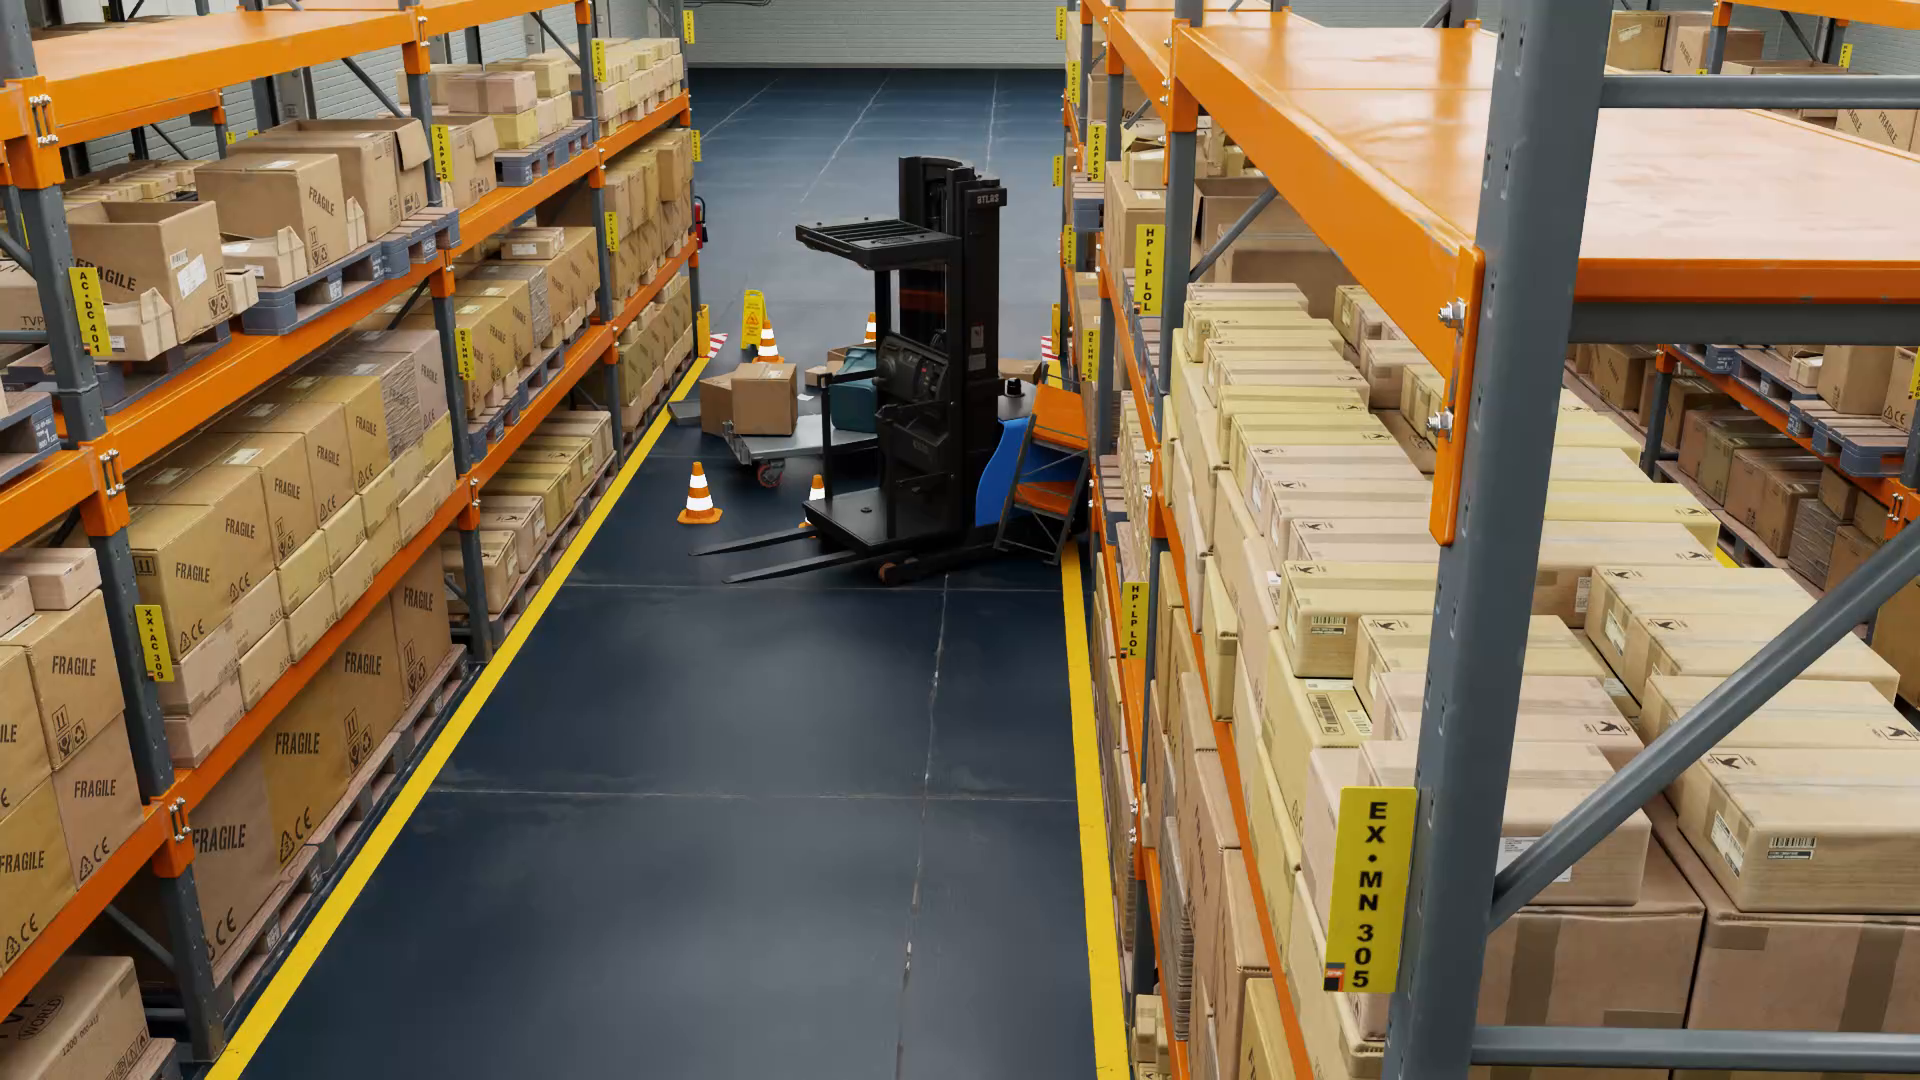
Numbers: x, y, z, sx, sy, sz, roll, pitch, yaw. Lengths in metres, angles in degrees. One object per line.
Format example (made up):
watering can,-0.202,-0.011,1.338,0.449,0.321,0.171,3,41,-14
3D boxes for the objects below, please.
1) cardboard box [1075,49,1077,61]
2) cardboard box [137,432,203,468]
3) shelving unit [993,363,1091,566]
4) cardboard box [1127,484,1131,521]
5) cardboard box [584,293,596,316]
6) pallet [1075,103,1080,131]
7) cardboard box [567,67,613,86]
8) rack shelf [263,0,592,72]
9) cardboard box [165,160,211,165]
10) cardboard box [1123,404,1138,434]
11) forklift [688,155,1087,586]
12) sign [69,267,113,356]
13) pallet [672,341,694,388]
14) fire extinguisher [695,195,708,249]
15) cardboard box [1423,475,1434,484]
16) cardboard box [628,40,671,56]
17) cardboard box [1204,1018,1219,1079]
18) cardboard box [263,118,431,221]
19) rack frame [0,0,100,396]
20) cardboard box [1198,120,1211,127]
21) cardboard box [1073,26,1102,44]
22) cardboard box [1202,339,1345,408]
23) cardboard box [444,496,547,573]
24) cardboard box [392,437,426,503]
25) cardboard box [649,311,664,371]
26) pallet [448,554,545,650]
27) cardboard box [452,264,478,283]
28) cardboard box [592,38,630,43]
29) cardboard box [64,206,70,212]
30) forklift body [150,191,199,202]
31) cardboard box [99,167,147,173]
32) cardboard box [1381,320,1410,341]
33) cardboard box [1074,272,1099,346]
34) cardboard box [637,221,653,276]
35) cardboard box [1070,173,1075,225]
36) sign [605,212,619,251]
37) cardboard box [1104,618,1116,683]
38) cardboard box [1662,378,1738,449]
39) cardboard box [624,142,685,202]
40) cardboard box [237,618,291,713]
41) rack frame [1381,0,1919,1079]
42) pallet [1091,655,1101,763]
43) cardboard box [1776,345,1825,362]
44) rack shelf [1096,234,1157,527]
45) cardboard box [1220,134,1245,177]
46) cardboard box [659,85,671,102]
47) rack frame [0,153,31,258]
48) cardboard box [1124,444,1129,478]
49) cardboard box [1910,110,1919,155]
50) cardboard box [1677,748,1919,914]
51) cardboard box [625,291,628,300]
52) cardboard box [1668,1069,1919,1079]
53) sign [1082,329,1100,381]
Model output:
cardboard box,1.251,-4.106,14.396,0.500,0.250,0.500,1,21,1
cardboard box,-3.911,-0.206,7.892,0.500,0.500,0.500,1,21,3
shelving unit,0.692,-0.586,12.661,0.538,1.125,1.048,16,28,0
cardboard box,1.118,-0.214,9.200,0.380,0.149,0.250,2,21,4
cardboard box,-3.213,-1.941,13.651,0.380,0.149,0.250,1,21,2
pallet,1.513,-3.686,14.358,1.003,0.211,1.213,1,21,2
cardboard box,-3.159,-3.909,14.054,0.380,0.149,0.250,1,21,3
rack shelf,-3.534,-3.603,11.422,1.077,0.370,4.000,1,21,2
cardboard box,-8.114,-3.906,17.504,0.380,0.149,0.250,1,21,2
cardboard box,1.142,-0.681,9.581,0.380,0.149,0.250,0,21,0
forklift,-0.532,-1.248,12.193,3.031,2.935,1.130,-13,25,-29
sign,-3.162,-0.829,6.049,0.100,0.325,0.005,1,21,2
pallet,-3.414,-1.876,17.573,1.003,0.211,1.213,1,21,2
fire extinguisher,-2.888,-3.498,18.003,0.296,0.674,0.183,1,21,2
cardboard box,1.441,0.034,4.164,0.500,0.250,0.500,0,21,0
cardboard box,-3.113,-4.932,16.692,0.380,0.149,0.250,1,21,3
cardboard box,0.895,1.585,4.247,0.500,0.500,0.500,1,21,2
cardboard box,-3.456,-2.109,9.448,0.797,0.503,0.637,-1,21,-2
rack frame,-3.717,-1.955,5.628,1.000,3.000,0.127,1,21,2
cardboard box,1.613,-2.598,10.920,0.500,0.250,0.500,1,21,3
cardboard box,1.209,-4.521,14.913,0.380,0.149,0.250,0,21,1
cardboard box,0.937,-0.503,4.996,0.380,0.149,0.250,0,21,0
cardboard box,-3.554,-0.047,12.054,0.950,0.372,0.625,0,21,1
cardboard box,-3.368,-0.405,9.441,0.500,0.250,0.500,0,21,0
cardboard box,-3.164,-1.906,15.978,0.500,0.500,0.500,2,21,4
pallet,-3.570,0.413,11.673,1.003,0.211,1.213,1,21,2
cardboard box,-3.823,-1.720,12.186,0.500,0.500,0.500,0,21,-1
cardboard box,-3.567,-5.024,16.929,0.380,0.149,0.250,0,21,1
cardboard box,-8.212,-2.892,14.889,0.380,0.149,0.250,0,21,1
forklift body,-6.548,-2.449,16.368,2.313,2.155,1.214,1,21,2
cardboard box,-8.573,-3.729,17.048,0.380,0.149,0.250,1,21,3
cardboard box,1.535,-0.587,5.215,0.380,0.149,0.250,1,21,2
cardboard box,1.192,-1.893,13.622,0.500,0.500,0.500,1,21,2
cardboard box,-3.161,-2.756,15.434,0.500,0.500,0.500,0,21,1
cardboard box,1.423,-2.940,14.758,0.875,0.550,0.550,1,21,2
sign,-2.919,-2.586,13.946,0.100,0.325,0.005,1,21,2
cardboard box,1.049,0.642,9.066,0.500,0.250,0.500,1,21,2
cardboard box,6.484,-1.117,14.635,0.500,0.500,0.500,0,21,0
cardboard box,-3.085,-3.593,16.211,0.700,0.500,0.500,0,21,1
cardboard box,-3.425,0.568,7.625,0.500,0.250,0.500,0,21,0
rack frame,1.116,-0.491,1.855,0.949,2.616,0.053,1,21,2
pallet,1.330,0.996,10.171,1.003,0.211,1.213,1,21,2
cardboard box,6.471,-1.558,12.175,0.797,0.503,0.637,3,21,7
rack shelf,1.295,-0.927,8.119,1.077,0.370,4.000,1,21,2
cardboard box,1.602,-2.054,8.833,0.396,0.266,0.258,1,21,2
cardboard box,-3.100,-4.460,16.579,0.380,0.149,0.250,1,21,3
rack frame,-8.435,-2.104,14.306,1.000,3.000,0.127,1,21,2
cardboard box,1.129,-0.437,9.364,0.380,0.149,0.250,0,21,0
cardboard box,6.075,-2.349,9.961,0.500,0.500,0.500,1,21,3
cardboard box,1.350,0.444,2.557,0.380,0.149,0.250,0,21,1
cardboard box,-3.210,-2.233,14.984,0.380,0.149,0.250,1,21,1
cardboard box,1.381,0.818,2.836,0.500,0.250,0.500,1,21,4
sign,0.801,-1.132,10.198,0.100,0.325,0.005,1,21,2
